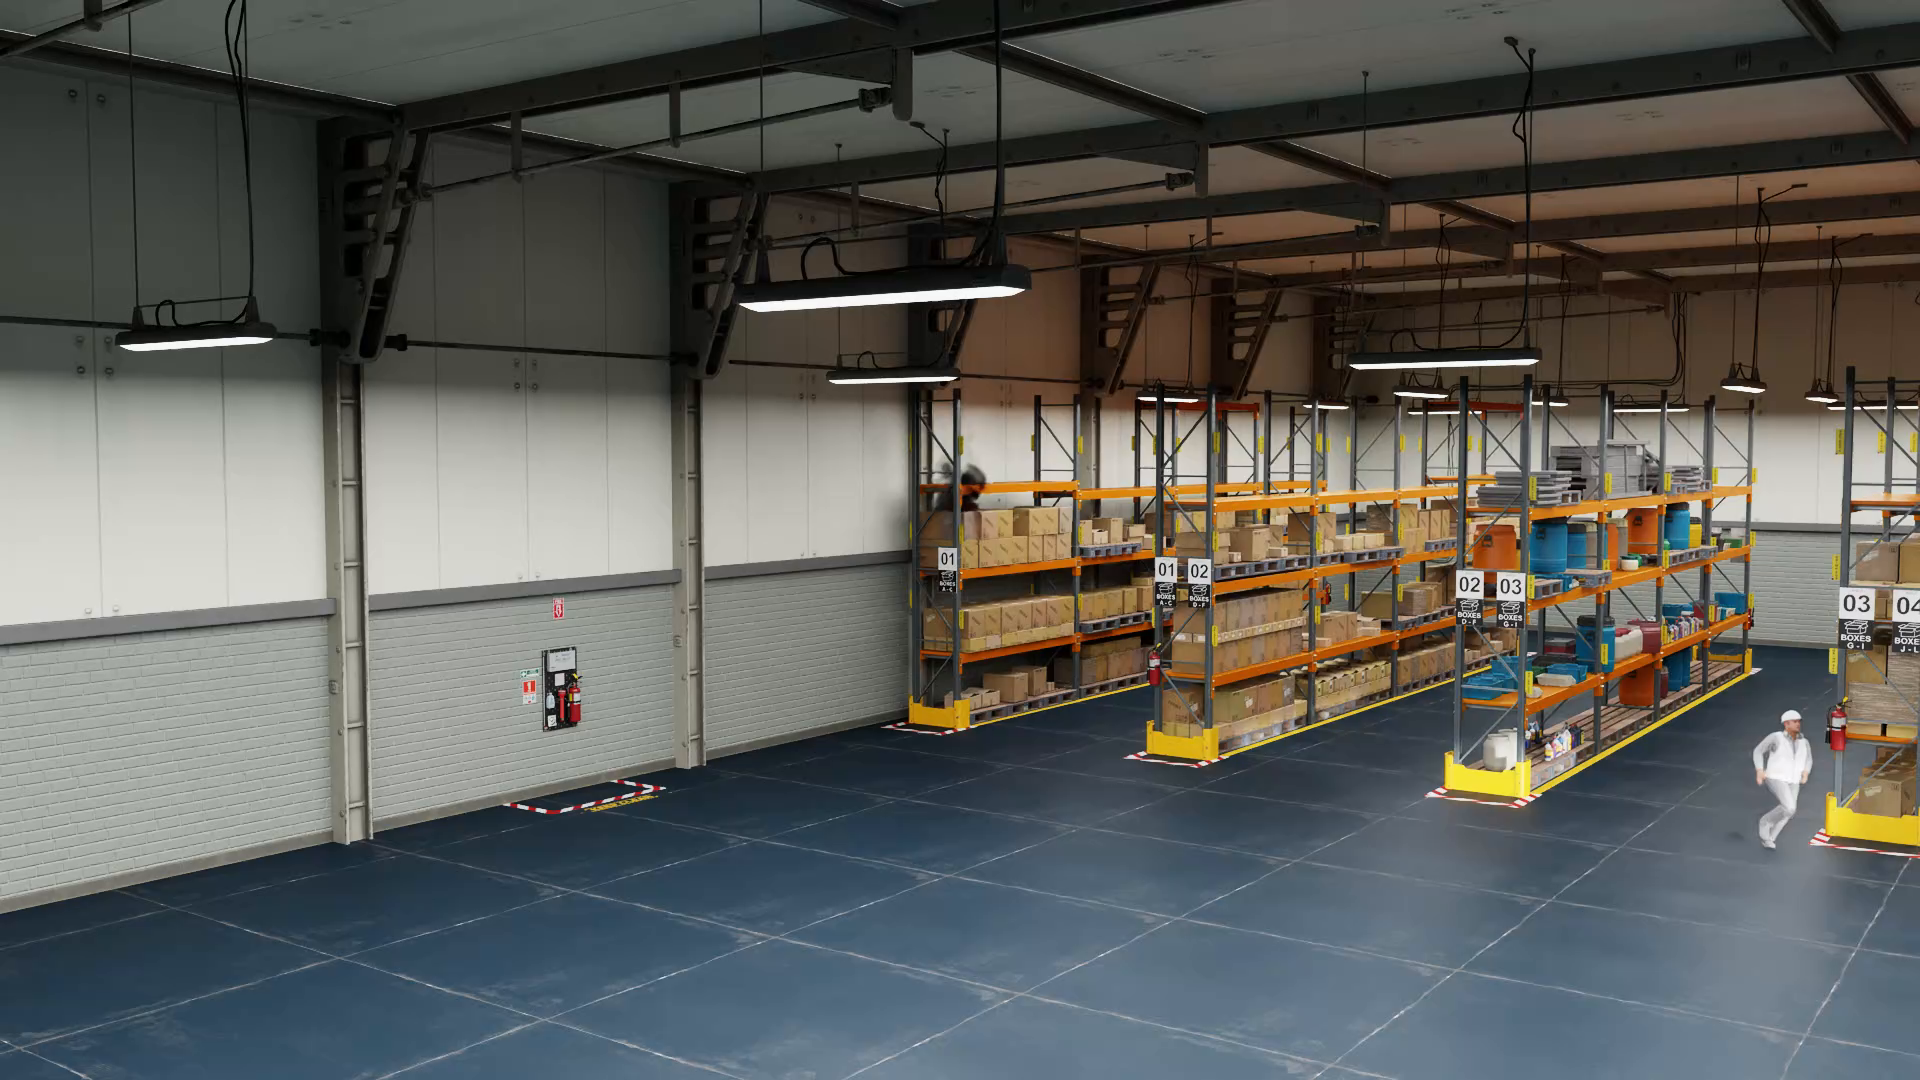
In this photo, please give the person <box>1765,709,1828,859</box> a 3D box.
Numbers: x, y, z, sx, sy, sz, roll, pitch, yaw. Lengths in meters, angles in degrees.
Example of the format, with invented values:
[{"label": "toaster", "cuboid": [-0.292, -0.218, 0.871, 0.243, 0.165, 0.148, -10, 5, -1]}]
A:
[{"label": "person", "cuboid": [10.319, 2.955, 20.415, 0.643, 1.757, 0.748, -1, 3, -10]}]
